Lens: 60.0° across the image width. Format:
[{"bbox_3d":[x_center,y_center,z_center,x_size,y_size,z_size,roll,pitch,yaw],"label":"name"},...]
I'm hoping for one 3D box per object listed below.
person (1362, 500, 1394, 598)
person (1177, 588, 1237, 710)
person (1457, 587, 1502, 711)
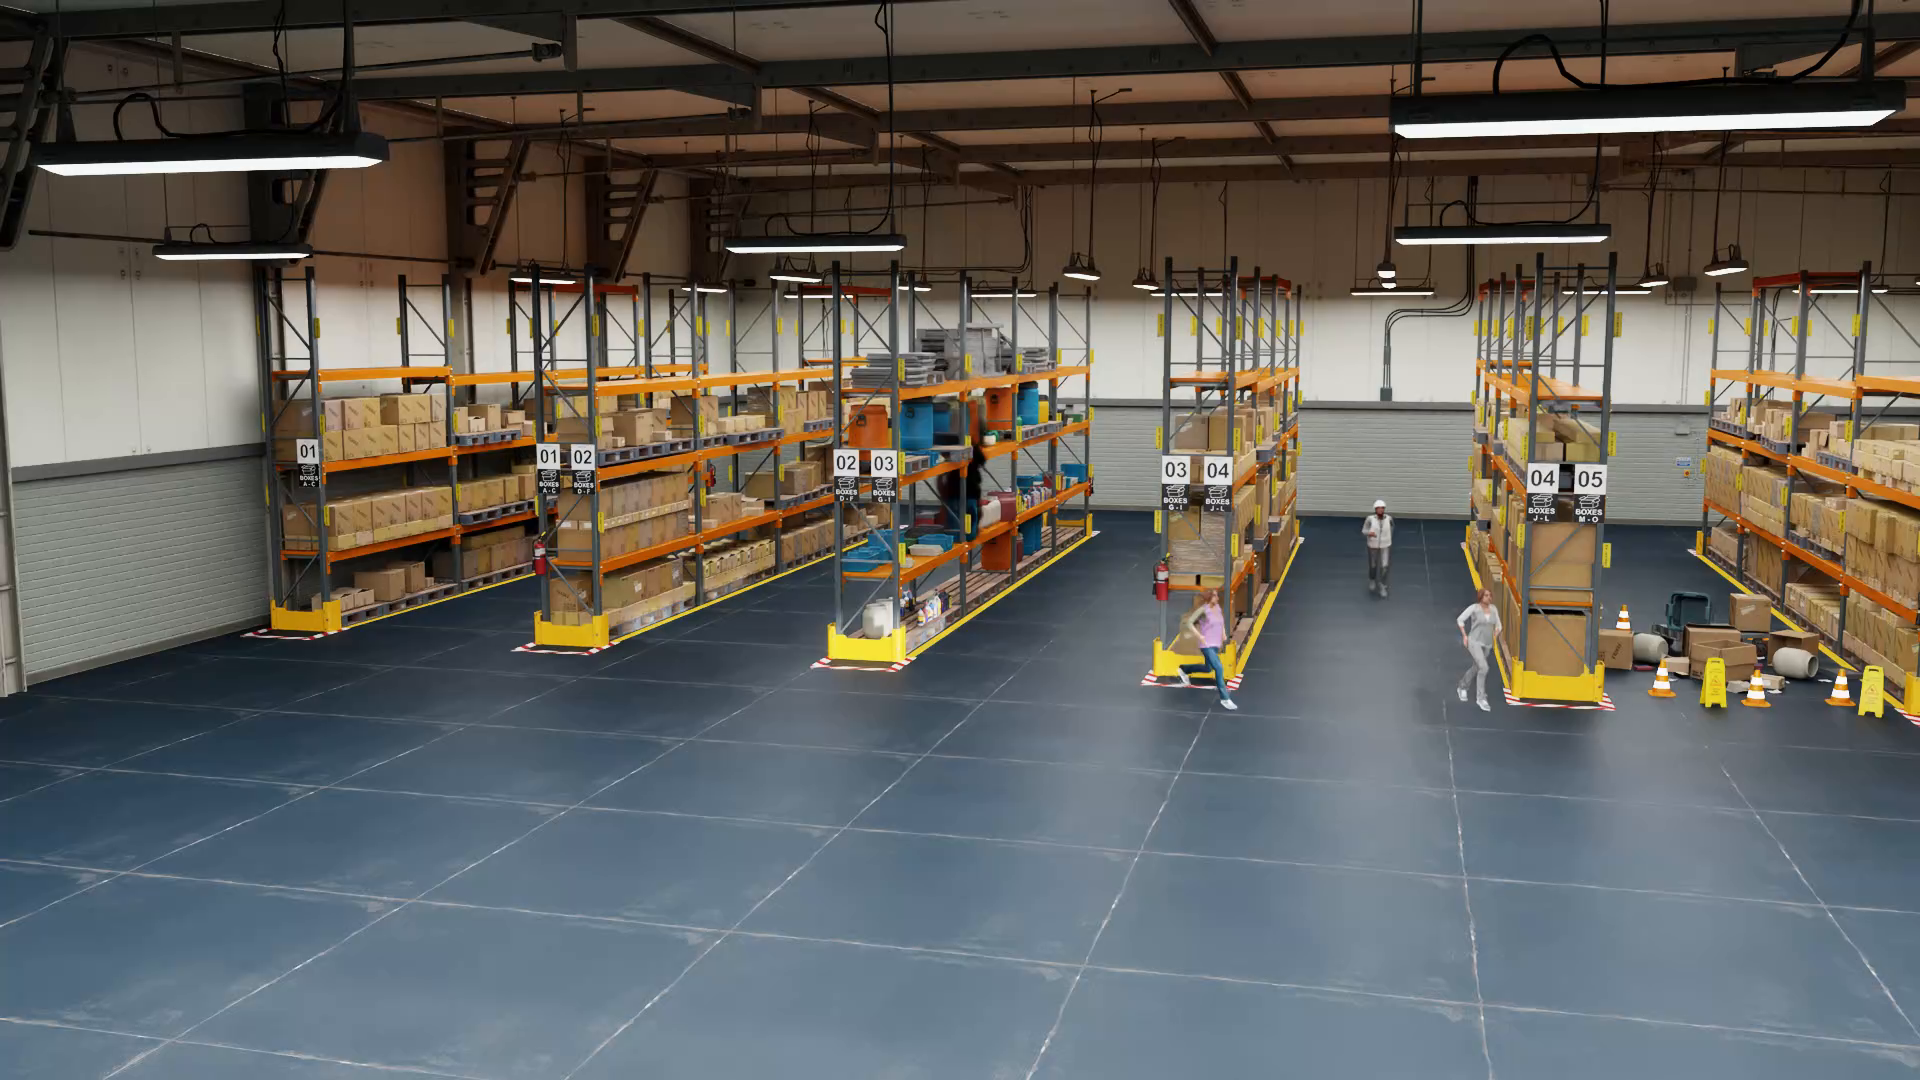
[{"bbox_3d":[7.902,0.132,31.444,0.610,1.805,0.889,1,7,11],"label":"person"},{"bbox_3d":[3.309,1.423,22.257,1.009,1.587,0.509,6,10,42],"label":"person"},{"bbox_3d":[6.905,1.400,22.018,0.527,1.577,0.800,-2,8,-16],"label":"person"}]
